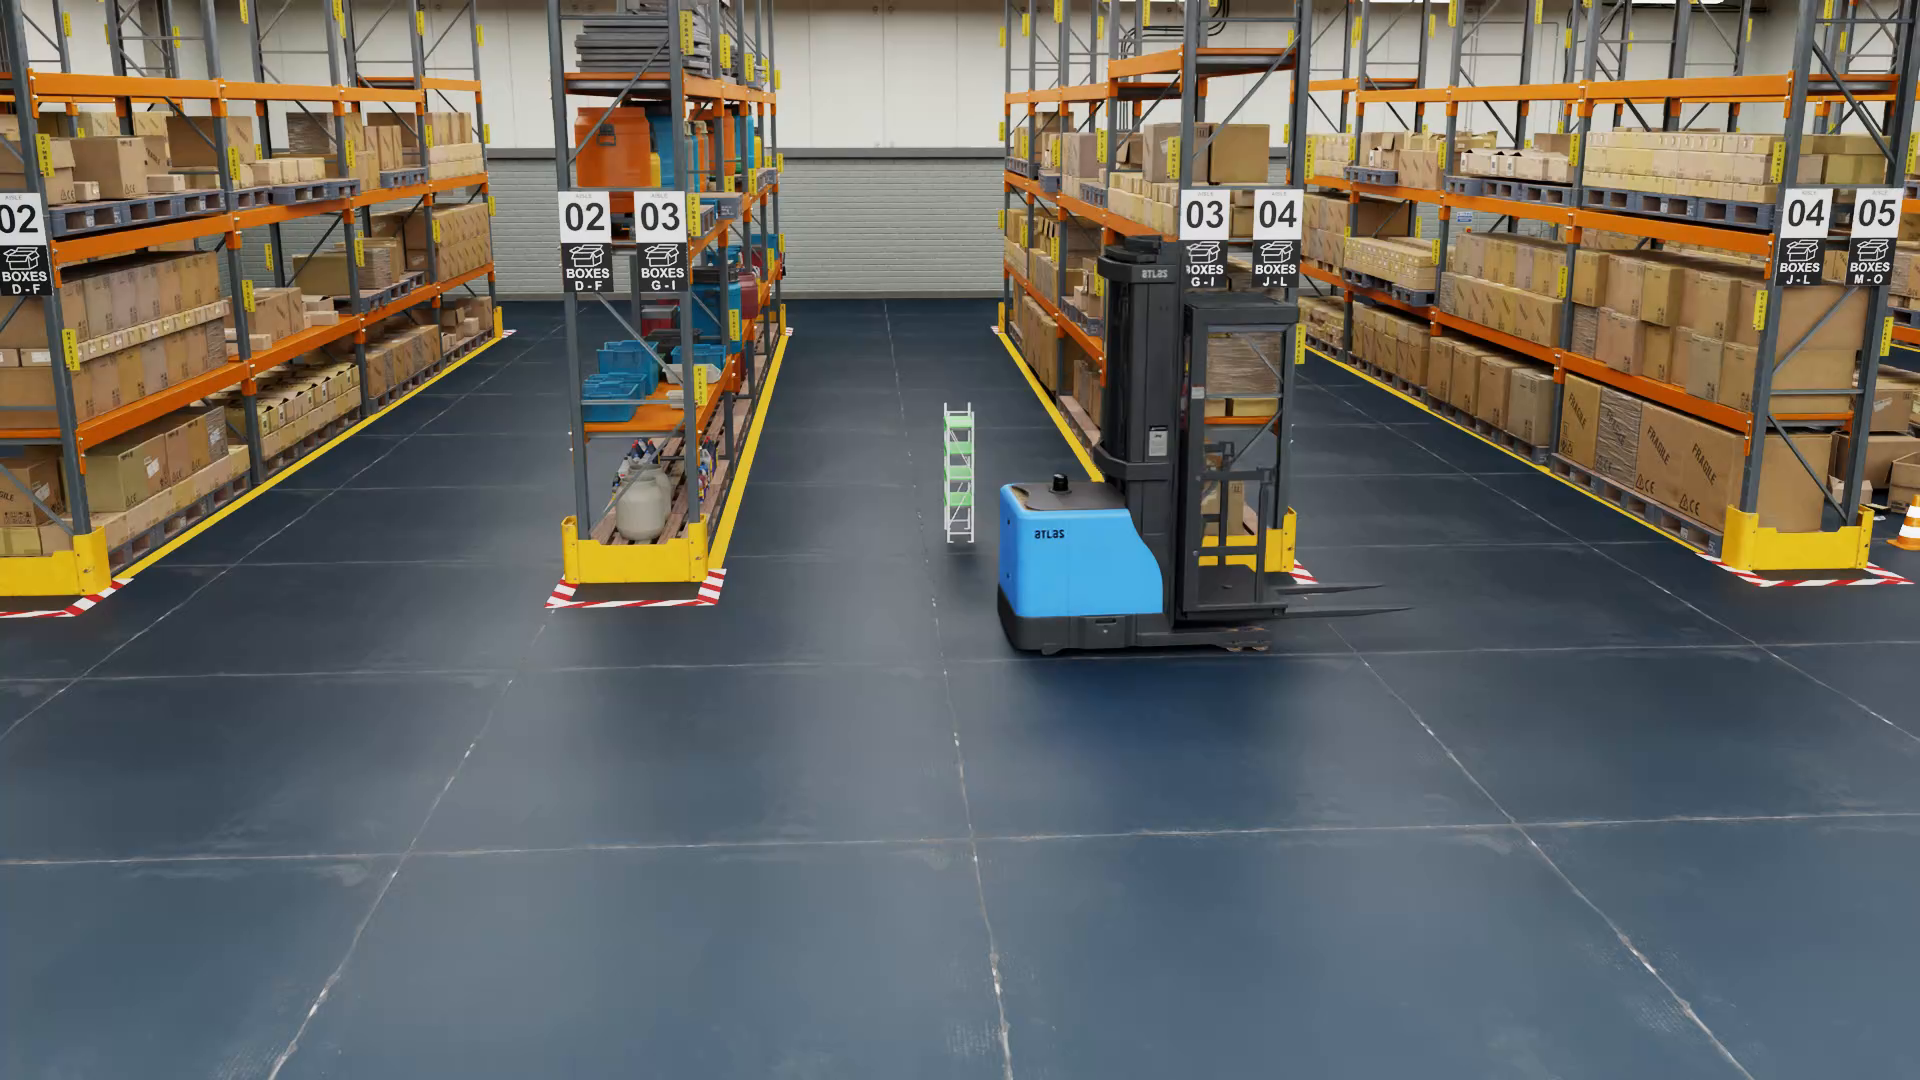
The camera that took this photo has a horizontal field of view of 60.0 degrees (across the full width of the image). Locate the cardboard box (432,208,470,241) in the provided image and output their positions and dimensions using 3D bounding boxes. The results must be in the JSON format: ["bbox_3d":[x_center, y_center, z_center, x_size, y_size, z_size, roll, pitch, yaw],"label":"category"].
[{"bbox_3d":[-8.202,-5.068,26.721,0.500,0.500,0.500,0,14,-2],"label":"cardboard box"}]

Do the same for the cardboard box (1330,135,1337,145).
[{"bbox_3d":[6.122,-6.381,26.508,0.380,0.149,0.250,-1,15,-6],"label":"cardboard box"}]

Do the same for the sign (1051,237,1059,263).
[{"bbox_3d":[1.225,-3.738,21.435,0.100,0.325,0.005,-1,14,-3],"label":"sign"}]

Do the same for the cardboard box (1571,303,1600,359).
[{"bbox_3d":[7.018,-2.224,17.575,0.875,0.550,0.550,-1,14,-3],"label":"cardboard box"}]

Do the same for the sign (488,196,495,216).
[{"bbox_3d":[-8.050,-5.742,28.588,0.100,0.325,0.005,-1,14,-3],"label":"sign"}]

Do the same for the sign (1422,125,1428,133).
[{"bbox_3d":[7.041,-6.136,25.232,0.100,0.325,0.005,-1,14,-3],"label":"sign"}]

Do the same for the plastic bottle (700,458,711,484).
[{"bbox_3d":[-2.552,-0.685,16.477,0.152,0.276,0.135,-1,14,-2],"label":"plastic bottle"}]

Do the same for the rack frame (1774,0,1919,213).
[{"bbox_3d":[7.231,-4.154,13.335,1.000,3.000,0.127,-1,14,-3],"label":"rack frame"}]

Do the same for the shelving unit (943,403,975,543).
[{"bbox_3d":[-0.010,-0.622,15.260,0.258,1.200,0.503,-1,14,-3],"label":"shelving unit"}]

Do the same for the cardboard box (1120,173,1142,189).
[{"bbox_3d":[1.823,-3.614,16.759,0.380,0.149,0.250,-2,15,-6],"label":"cardboard box"}]

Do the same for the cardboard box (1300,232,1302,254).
[{"bbox_3d":[6.050,-5.172,28.533,0.500,0.500,0.500,-1,14,-3],"label":"cardboard box"}]

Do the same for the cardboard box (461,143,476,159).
[{"bbox_3d":[-8.287,-6.398,27.376,0.500,0.250,0.500,-1,14,-3],"label":"cardboard box"}]

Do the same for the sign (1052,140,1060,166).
[{"bbox_3d":[1.224,-4.922,21.142,0.100,0.325,0.005,-1,14,-3],"label":"sign"}]

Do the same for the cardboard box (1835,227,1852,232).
[{"bbox_3d":[11.883,-3.999,22.565,0.500,0.500,0.500,-1,14,-5],"label":"cardboard box"}]

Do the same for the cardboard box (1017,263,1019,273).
[{"bbox_3d":[1.121,-4.387,26.783,0.380,0.149,0.250,-1,14,-2],"label":"cardboard box"}]

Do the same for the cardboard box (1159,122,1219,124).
[{"bbox_3d":[2.309,-3.971,16.844,0.500,0.500,0.500,-1,14,-5],"label":"cardboard box"}]

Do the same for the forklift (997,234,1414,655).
[{"bbox_3d":[1.843,-0.735,12.226,3.031,2.935,1.130,-2,15,-7],"label":"forklift"}]

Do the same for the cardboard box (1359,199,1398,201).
[{"bbox_3d":[6.655,-5.154,26.459,0.500,0.500,0.500,-1,14,-5],"label":"cardboard box"}]

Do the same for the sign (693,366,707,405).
[{"bbox_3d":[-2.120,-1.262,13.580,0.100,0.325,0.005,-1,14,-3],"label":"sign"}]

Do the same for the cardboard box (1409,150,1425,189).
[{"bbox_3d":[6.402,-5.002,22.449,0.500,0.500,0.500,-1,14,-3],"label":"cardboard box"}]

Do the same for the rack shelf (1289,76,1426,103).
[{"bbox_3d":[6.363,-7.286,26.958,1.077,0.370,4.000,-1,14,-3],"label":"rack shelf"}]

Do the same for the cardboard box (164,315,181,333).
[{"bbox_3d":[-7.553,-2.022,15.588,0.380,0.149,0.250,0,14,-2],"label":"cardboard box"}]

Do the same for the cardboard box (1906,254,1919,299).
[{"bbox_3d":[11.602,-3.104,19.653,0.500,0.500,0.500,0,14,-2],"label":"cardboard box"}]

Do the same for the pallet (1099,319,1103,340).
[{"bbox_3d":[2.124,-2.291,18.521,1.003,0.211,1.213,-1,14,-3],"label":"pallet"}]

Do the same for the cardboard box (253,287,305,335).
[{"bbox_3d":[-7.989,-2.666,19.392,0.500,0.500,0.500,-2,15,-6],"label":"cardboard box"}]

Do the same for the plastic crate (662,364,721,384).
[{"bbox_3d":[-2.564,-1.588,15.931,0.530,0.136,0.437,-1,14,-3],"label":"plastic crate"}]

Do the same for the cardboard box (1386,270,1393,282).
[{"bbox_3d":[6.186,-3.690,23.234,0.380,0.149,0.250,-2,15,-6],"label":"cardboard box"}]

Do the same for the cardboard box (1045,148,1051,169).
[{"bbox_3d":[1.509,-5.520,24.001,0.500,0.311,0.500,-1,14,-5],"label":"cardboard box"}]

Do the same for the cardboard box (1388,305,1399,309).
[{"bbox_3d":[6.786,-3.408,25.143,0.500,0.250,0.500,-1,14,-5],"label":"cardboard box"}]

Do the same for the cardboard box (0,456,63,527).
[{"bbox_3d":[-7.944,-0.409,13.990,0.500,0.500,0.500,-1,14,-3],"label":"cardboard box"}]

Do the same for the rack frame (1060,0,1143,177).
[{"bbox_3d":[1.778,-6.092,20.868,1.000,3.000,0.127,-1,14,-3],"label":"rack frame"}]

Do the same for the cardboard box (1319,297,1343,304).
[{"bbox_3d":[6.483,-4.147,29.034,0.380,0.149,0.250,-1,14,-2],"label":"cardboard box"}]

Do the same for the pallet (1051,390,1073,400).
[{"bbox_3d":[1.805,-2.034,22.730,1.003,0.211,1.213,-1,14,-3],"label":"pallet"}]

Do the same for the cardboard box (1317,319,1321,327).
[{"bbox_3d":[6.138,-3.601,27.506,0.380,0.149,0.250,-2,15,-6],"label":"cardboard box"}]

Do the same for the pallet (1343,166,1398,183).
[{"bbox_3d":[6.419,-5.440,24.729,1.213,0.211,1.003,-1,14,-3],"label":"pallet"}]

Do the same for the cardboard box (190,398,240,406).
[{"bbox_3d":[-8.211,-1.409,18.256,0.500,0.311,0.500,0,14,-2],"label":"cardboard box"}]

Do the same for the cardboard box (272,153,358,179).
[{"bbox_3d":[-8.170,-4.644,21.058,0.910,0.500,0.500,-1,14,-3],"label":"cardboard box"}]

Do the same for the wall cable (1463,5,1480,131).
[{"bbox_3d":[10.540,-9.645,34.677,0.463,3.000,0.029,-1,14,-3],"label":"wall cable"}]

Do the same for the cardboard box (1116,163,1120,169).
[{"bbox_3d":[1.868,-4.015,18.243,0.396,0.266,0.258,0,14,-1],"label":"cardboard box"}]

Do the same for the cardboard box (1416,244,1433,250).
[{"bbox_3d":[6.787,-4.182,23.951,0.380,0.149,0.250,-2,15,-6],"label":"cardboard box"}]

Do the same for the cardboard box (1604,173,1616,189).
[{"bbox_3d":[6.698,-3.604,16.678,0.380,0.149,0.250,-1,14,-4],"label":"cardboard box"}]

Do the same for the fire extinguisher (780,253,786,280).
[{"bbox_3d":[-3.216,-4.926,29.280,0.296,0.674,0.183,-1,14,-3],"label":"fire extinguisher"}]

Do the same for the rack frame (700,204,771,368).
[{"bbox_3d":[-3.413,-4.105,25.185,1.000,3.000,0.127,-1,14,-3],"label":"rack frame"}]

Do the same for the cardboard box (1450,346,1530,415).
[{"bbox_3d":[6.741,-1.982,20.605,1.050,0.750,0.750,-1,14,-3],"label":"cardboard box"}]

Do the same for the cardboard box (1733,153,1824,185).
[{"bbox_3d":[6.922,-3.142,14.082,0.500,0.250,0.500,-1,14,-3],"label":"cardboard box"}]

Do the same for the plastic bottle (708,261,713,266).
[{"bbox_3d":[-3.712,-3.979,24.792,0.144,0.351,0.185,-1,14,-3],"label":"plastic bottle"}]

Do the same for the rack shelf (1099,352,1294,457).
[{"bbox_3d":[2.150,-1.346,15.906,1.077,0.370,4.000,-1,14,-3],"label":"rack shelf"}]

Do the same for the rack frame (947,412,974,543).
[{"bbox_3d":[0.005,-0.562,15.025,0.240,1.200,0.015,-1,14,-3],"label":"rack frame"}]

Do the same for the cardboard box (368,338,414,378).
[{"bbox_3d":[-7.954,-2.539,23.234,0.500,0.500,0.500,-1,14,-5],"label":"cardboard box"}]

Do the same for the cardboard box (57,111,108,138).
[{"bbox_3d":[-13.065,-6.129,24.783,0.500,0.500,0.500,-1,14,-4],"label":"cardboard box"}]

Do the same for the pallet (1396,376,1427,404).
[{"bbox_3d":[6.688,-2.082,22.919,1.003,0.211,1.213,-1,14,-3],"label":"pallet"}]

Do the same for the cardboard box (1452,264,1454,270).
[{"bbox_3d":[6.887,-3.655,22.499,0.380,0.149,0.250,0,14,-1],"label":"cardboard box"}]

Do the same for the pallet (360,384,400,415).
[{"bbox_3d":[-8.118,-1.870,22.096,1.003,0.211,1.213,-1,14,-3],"label":"pallet"}]

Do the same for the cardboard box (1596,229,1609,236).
[{"bbox_3d":[11.030,-5.358,27.847,0.500,0.500,0.500,-1,14,-3],"label":"cardboard box"}]

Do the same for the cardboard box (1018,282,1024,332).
[{"bbox_3d":[1.459,-3.966,28.068,0.875,0.875,0.875,-1,14,-3],"label":"cardboard box"}]

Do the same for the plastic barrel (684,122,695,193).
[{"bbox_3d":[-3.206,-4.097,18.127,0.600,0.901,0.600,0,14,0],"label":"plastic barrel"}]

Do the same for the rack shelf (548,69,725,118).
[{"bbox_3d":[-2.793,-3.981,14.911,1.077,0.370,4.000,-1,14,-3],"label":"rack shelf"}]

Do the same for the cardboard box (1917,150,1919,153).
[{"bbox_3d":[16.033,-6.309,27.435,0.500,0.250,0.500,-1,14,-2],"label":"cardboard box"}]
